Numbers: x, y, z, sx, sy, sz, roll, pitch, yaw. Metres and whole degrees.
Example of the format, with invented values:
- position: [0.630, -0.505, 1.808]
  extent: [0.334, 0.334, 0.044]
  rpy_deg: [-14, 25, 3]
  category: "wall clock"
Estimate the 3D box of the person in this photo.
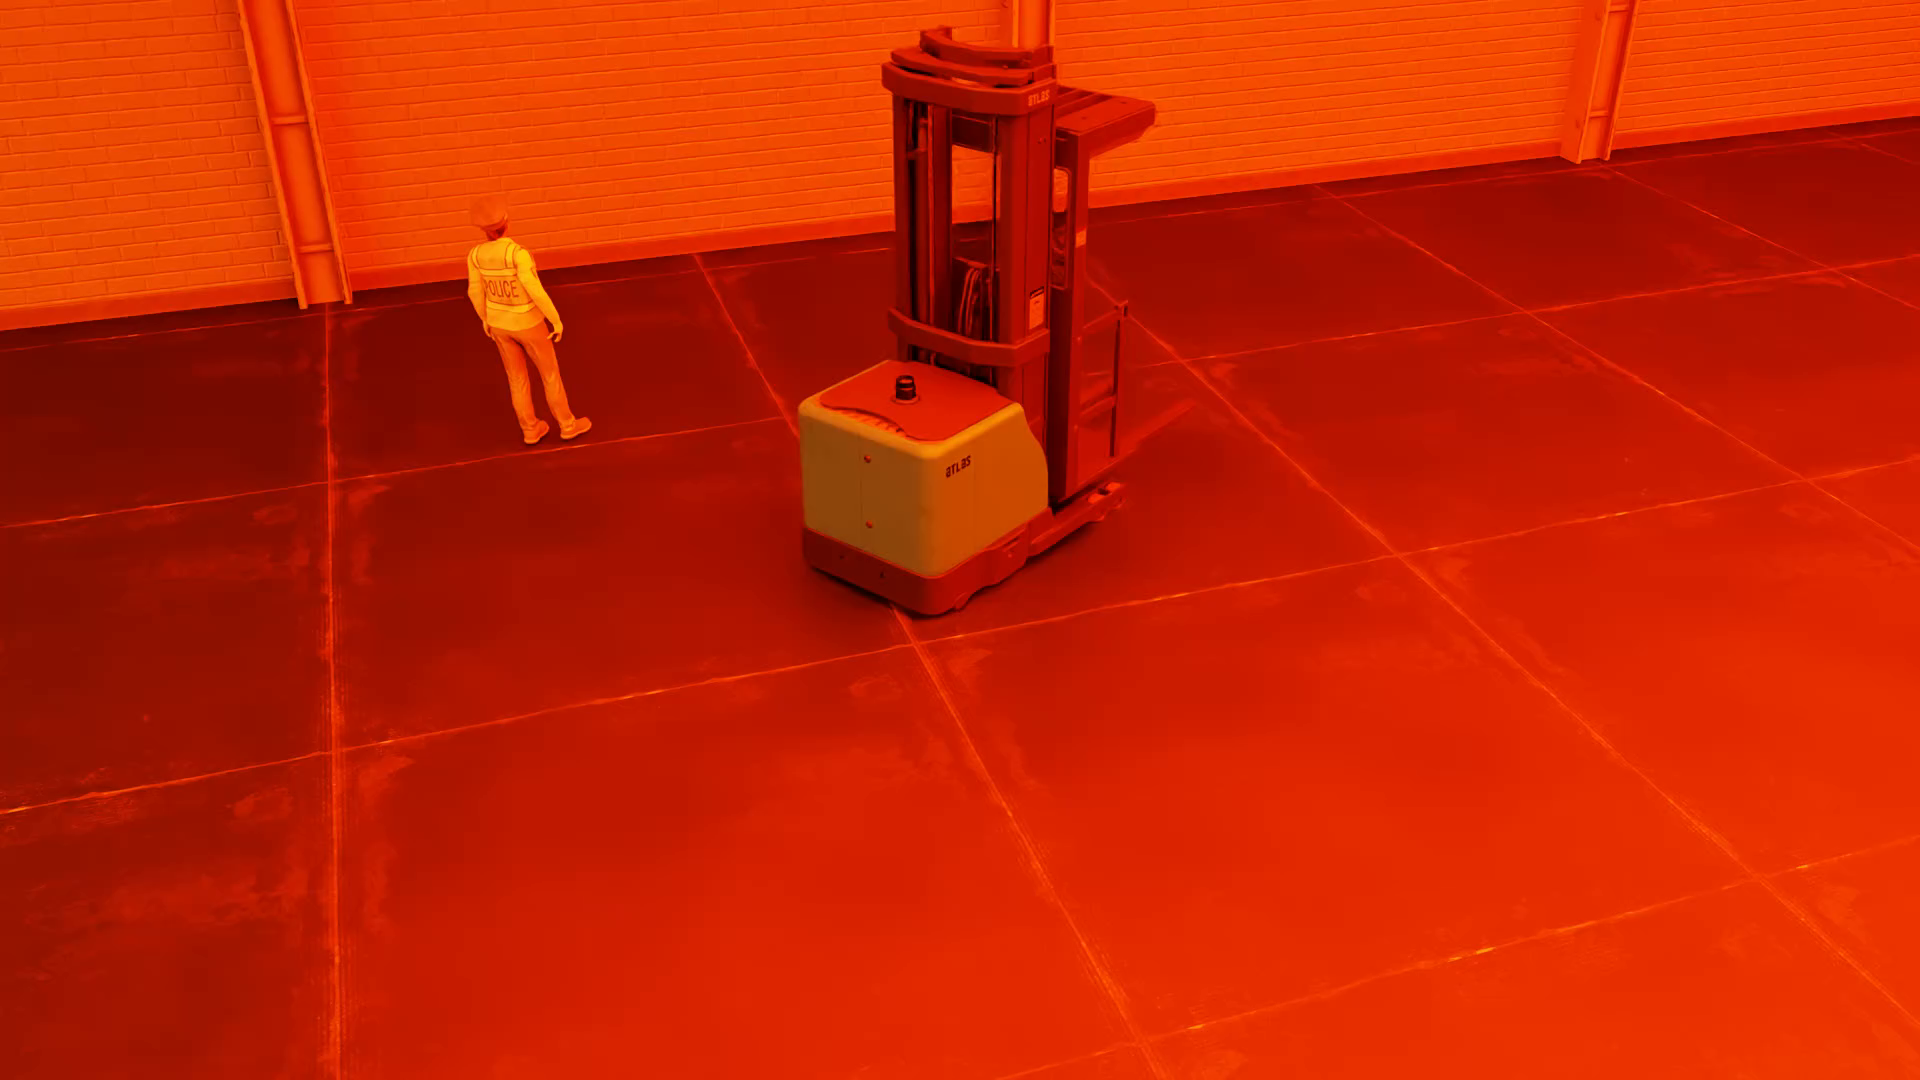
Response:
- position: [-2.842, -1.433, 10.806]
  extent: [0.583, 1.696, 0.530]
  rpy_deg: [8, 31, 13]
  category: "person"

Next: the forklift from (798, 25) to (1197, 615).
- position: [0.395, -1.526, 9.739]
  extent: [1.130, 2.935, 3.031]
  rpy_deg: [22, 36, 33]
  category: "forklift"
